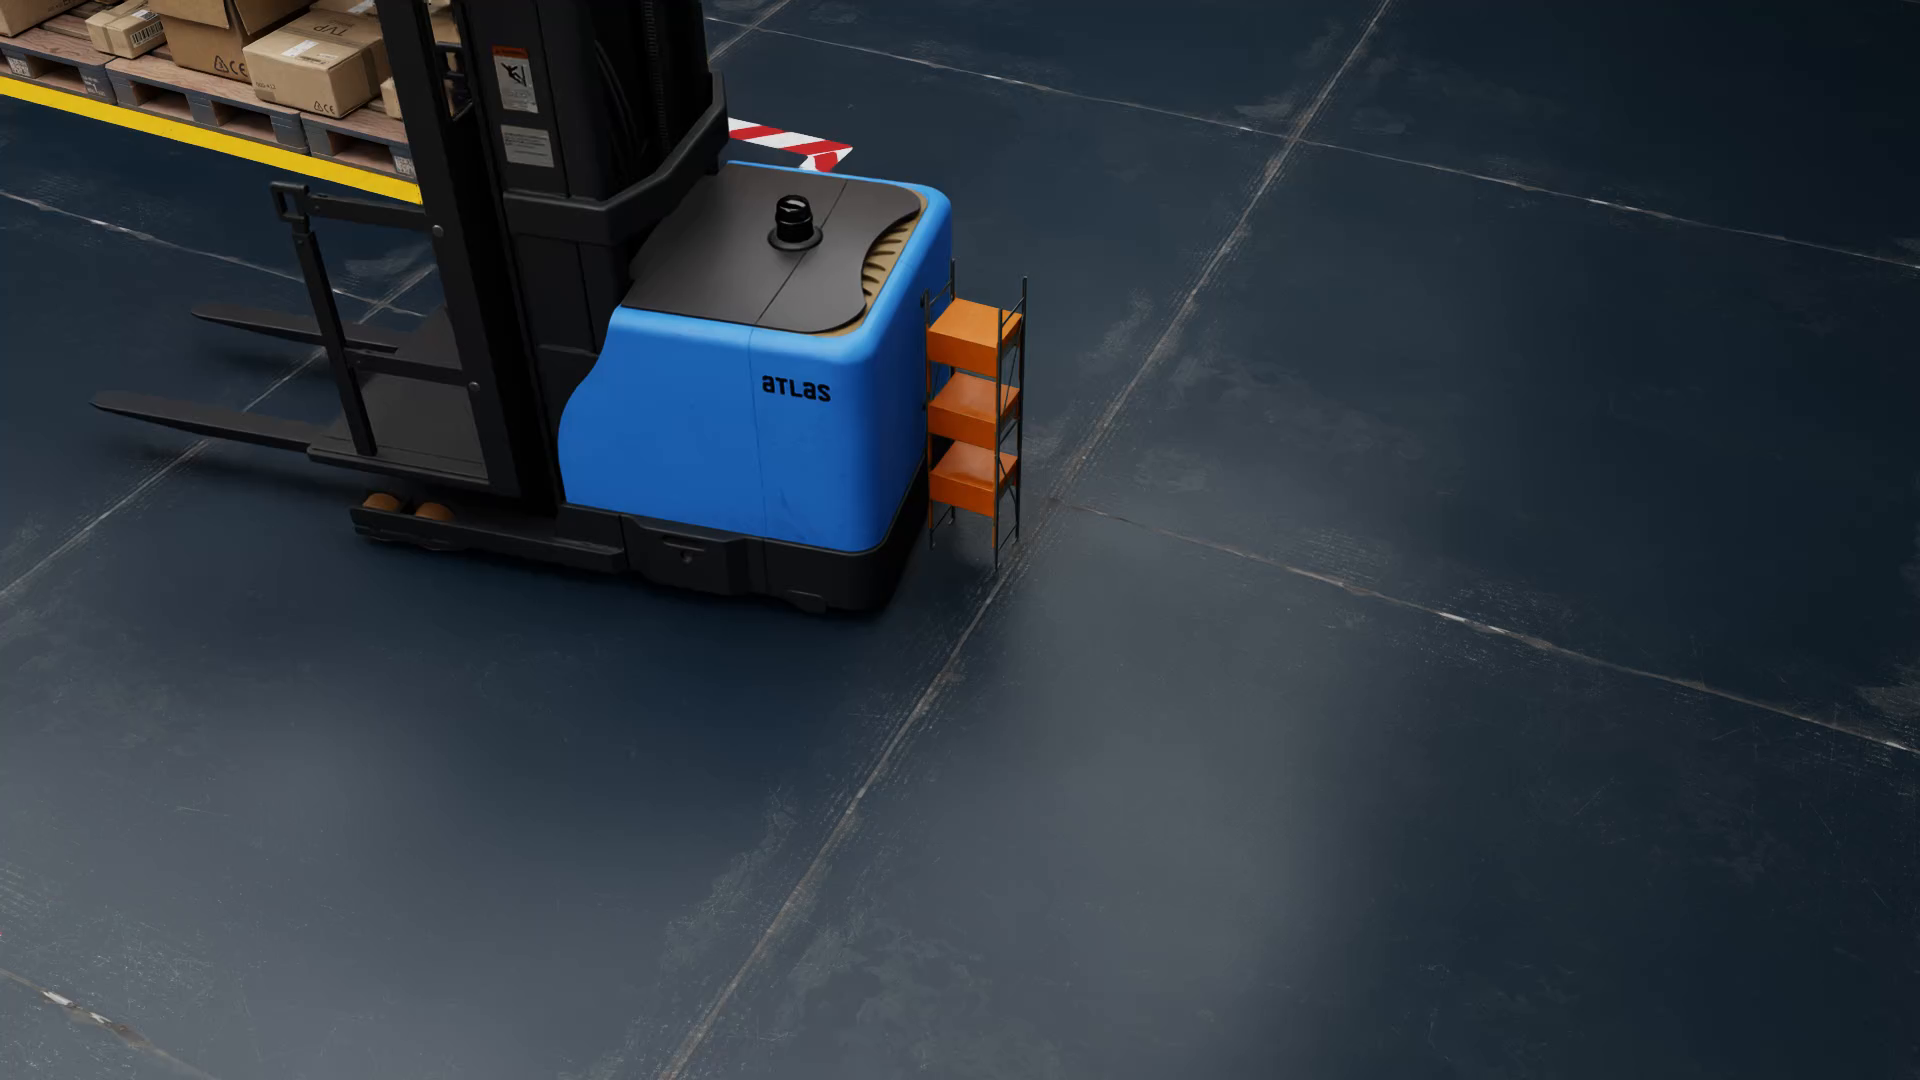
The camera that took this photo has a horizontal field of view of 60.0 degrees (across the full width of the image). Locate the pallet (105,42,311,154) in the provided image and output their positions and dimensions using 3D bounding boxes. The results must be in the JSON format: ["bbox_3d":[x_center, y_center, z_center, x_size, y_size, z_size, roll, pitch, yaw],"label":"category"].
[{"bbox_3d":[-3.419,-2.357,8.308,1.213,0.211,1.003,17,44,19],"label":"pallet"}]

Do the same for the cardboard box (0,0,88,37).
[{"bbox_3d":[-4.862,-2.844,8.458,0.500,0.311,0.500,17,44,19],"label":"cardboard box"}]

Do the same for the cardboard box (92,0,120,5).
[{"bbox_3d":[-4.515,-3.171,8.691,0.500,0.500,0.500,17,44,19],"label":"cardboard box"}]

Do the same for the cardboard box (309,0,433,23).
[{"bbox_3d":[-2.805,-2.554,8.170,0.500,0.250,0.500,17,44,19],"label":"cardboard box"}]

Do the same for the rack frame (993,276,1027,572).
[{"bbox_3d":[0.159,-0.348,5.350,0.008,1.050,0.200,17,44,19],"label":"rack frame"}]

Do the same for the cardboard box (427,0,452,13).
[{"bbox_3d":[-2.352,-2.415,8.010,0.500,0.250,0.500,17,44,19],"label":"cardboard box"}]

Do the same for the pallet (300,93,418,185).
[{"bbox_3d":[-2.318,-2.018,7.918,1.213,0.211,1.003,17,44,19],"label":"pallet"}]

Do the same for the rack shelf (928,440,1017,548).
[{"bbox_3d":[0.048,-0.164,5.578,0.240,0.259,0.215,17,44,19],"label":"rack shelf"}]

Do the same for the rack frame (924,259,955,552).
[{"bbox_3d":[-0.062,-0.416,5.428,0.008,1.050,0.200,17,44,19],"label":"rack frame"}]

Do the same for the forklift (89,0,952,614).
[{"bbox_3d":[-1.588,-1.394,5.120,3.031,2.935,1.130,10,42,11],"label":"forklift"}]

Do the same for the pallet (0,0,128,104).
[{"bbox_3d":[-4.529,-2.694,8.697,1.213,0.211,1.003,17,44,19],"label":"pallet"}]

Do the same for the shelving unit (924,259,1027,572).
[{"bbox_3d":[0.048,-0.382,5.389,0.252,1.050,0.215,17,44,19],"label":"shelving unit"}]

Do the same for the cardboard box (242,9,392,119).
[{"bbox_3d":[-2.971,-2.243,7.811,0.500,0.250,0.500,17,44,19],"label":"cardboard box"}]

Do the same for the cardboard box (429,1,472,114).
[{"bbox_3d":[-2.123,-2.057,7.405,0.500,0.500,0.500,17,44,19],"label":"cardboard box"}]

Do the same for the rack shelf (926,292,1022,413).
[{"bbox_3d":[0.048,-0.588,5.210,0.240,0.259,0.215,17,44,19],"label":"rack shelf"}]

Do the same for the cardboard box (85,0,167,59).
[{"bbox_3d":[-4.074,-2.556,8.236,0.250,0.166,0.380,17,44,19],"label":"cardboard box"}]

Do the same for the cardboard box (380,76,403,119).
[{"bbox_3d":[-2.452,-2.096,7.706,0.250,0.166,0.380,17,44,19],"label":"cardboard box"}]

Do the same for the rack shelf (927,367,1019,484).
[{"bbox_3d":[0.048,-0.374,5.396,0.240,0.259,0.215,17,44,19],"label":"rack shelf"}]

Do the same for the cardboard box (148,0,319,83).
[{"bbox_3d":[-3.446,-2.644,8.081,0.637,0.503,0.797,17,44,19],"label":"cardboard box"}]
